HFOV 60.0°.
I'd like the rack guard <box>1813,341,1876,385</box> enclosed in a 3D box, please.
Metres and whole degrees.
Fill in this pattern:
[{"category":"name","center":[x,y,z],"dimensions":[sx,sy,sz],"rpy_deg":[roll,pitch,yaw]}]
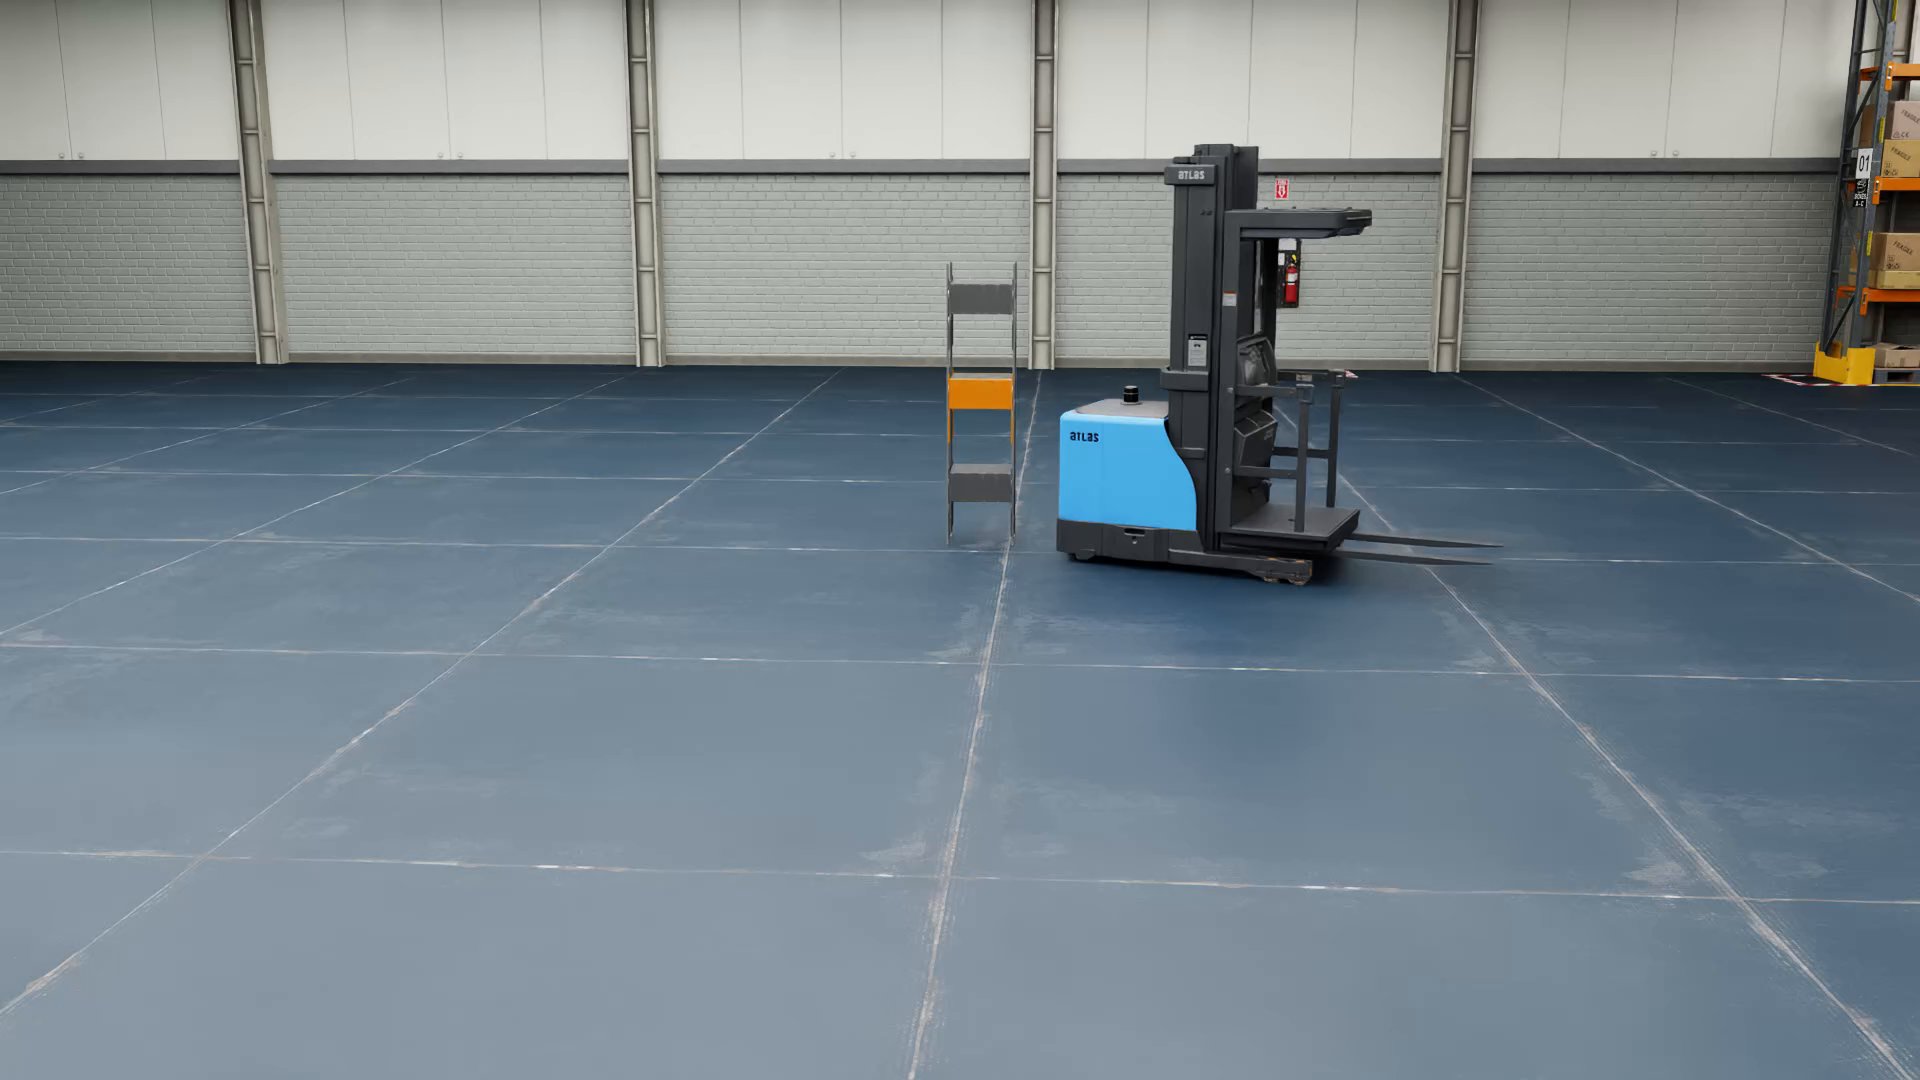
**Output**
[{"category":"rack guard","center":[12.529,-2.517,23.580],"dimensions":[0.348,0.500,1.175],"rpy_deg":[1,12,4]}]

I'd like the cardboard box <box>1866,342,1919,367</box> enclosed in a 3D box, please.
[{"category":"cardboard box","center":[13.137,-2.613,23.426],"dimensions":[0.500,0.311,0.500],"rpy_deg":[-1,12,-3]}]

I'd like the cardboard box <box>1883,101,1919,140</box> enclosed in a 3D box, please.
[{"category":"cardboard box","center":[12.821,-5.703,22.644],"dimensions":[0.500,0.500,0.500],"rpy_deg":[0,12,0]}]

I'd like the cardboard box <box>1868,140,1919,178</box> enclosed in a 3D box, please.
[{"category":"cardboard box","center":[12.770,-5.213,22.743],"dimensions":[0.500,0.500,0.500],"rpy_deg":[1,12,5]}]

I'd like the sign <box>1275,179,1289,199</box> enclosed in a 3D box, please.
[{"category":"sign","center":[4.758,-5.187,24.579],"dimensions":[0.199,0.298,0.001],"rpy_deg":[1,12,4]}]

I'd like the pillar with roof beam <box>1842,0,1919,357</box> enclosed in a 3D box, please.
[{"category":"pillar with roof beam","center":[12.922,-5.966,19.309],"dimensions":[0.400,9.000,9.100],"rpy_deg":[1,12,4]}]

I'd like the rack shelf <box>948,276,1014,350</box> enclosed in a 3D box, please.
[{"category":"rack shelf","center":[0.165,-1.697,12.402],"dimensions":[0.480,0.518,0.431],"rpy_deg":[1,12,4]}]

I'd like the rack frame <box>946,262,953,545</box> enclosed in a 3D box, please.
[{"category":"rack frame","center":[-0.078,-1.029,12.558],"dimensions":[0.015,2.100,0.400],"rpy_deg":[1,12,4]}]

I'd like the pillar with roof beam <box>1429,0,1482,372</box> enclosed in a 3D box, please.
[{"category":"pillar with roof beam","center":[6.935,-6.048,19.701],"dimensions":[0.400,9.000,9.100],"rpy_deg":[1,12,4]}]

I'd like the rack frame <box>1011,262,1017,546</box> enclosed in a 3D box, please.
[{"category":"rack frame","center":[0.409,-1.022,12.526],"dimensions":[0.015,2.100,0.400],"rpy_deg":[1,12,4]}]

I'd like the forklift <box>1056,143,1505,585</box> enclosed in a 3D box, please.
[{"category":"forklift","center":[2.261,-1.252,11.595],"dimensions":[3.031,2.935,1.130],"rpy_deg":[5,13,24]}]

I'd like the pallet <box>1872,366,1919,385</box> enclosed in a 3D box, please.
[{"category":"pallet","center":[13.337,-2.357,23.521],"dimensions":[1.213,0.211,1.003],"rpy_deg":[1,12,4]}]

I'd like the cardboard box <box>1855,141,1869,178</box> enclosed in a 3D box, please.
[{"category":"cardboard box","center":[12.886,-5.314,23.229],"dimensions":[0.500,0.500,0.500],"rpy_deg":[2,12,8]}]

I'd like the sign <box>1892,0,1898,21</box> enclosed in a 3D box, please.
[{"category":"sign","center":[12.417,-7.063,22.081],"dimensions":[0.005,0.325,0.100],"rpy_deg":[1,12,4]}]

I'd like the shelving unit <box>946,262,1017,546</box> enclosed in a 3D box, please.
[{"category":"shelving unit","center":[0.165,-1.025,12.542],"dimensions":[0.503,2.100,0.431],"rpy_deg":[1,12,4]}]

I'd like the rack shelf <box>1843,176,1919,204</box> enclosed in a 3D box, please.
[{"category":"rack shelf","center":[14.449,-4.830,22.964],"dimensions":[4.000,0.370,1.077],"rpy_deg":[1,12,4]}]

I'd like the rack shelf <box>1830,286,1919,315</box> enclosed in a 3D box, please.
[{"category":"rack shelf","center":[14.449,-3.362,23.271],"dimensions":[4.000,0.370,1.077],"rpy_deg":[1,12,4]}]

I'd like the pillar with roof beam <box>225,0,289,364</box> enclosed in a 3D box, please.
[{"category":"pillar with roof beam","center":[-11.025,-6.294,20.879],"dimensions":[0.400,9.000,9.100],"rpy_deg":[1,12,4]}]

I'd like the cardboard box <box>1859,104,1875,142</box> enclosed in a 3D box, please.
[{"category":"cardboard box","center":[12.901,-5.805,23.134],"dimensions":[0.500,0.500,0.500],"rpy_deg":[1,12,6]}]

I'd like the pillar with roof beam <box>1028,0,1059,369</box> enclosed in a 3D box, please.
[{"category":"pillar with roof beam","center":[0.949,-6.130,20.094],"dimensions":[0.400,9.000,9.100],"rpy_deg":[1,12,4]}]

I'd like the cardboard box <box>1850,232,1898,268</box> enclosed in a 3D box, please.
[{"category":"cardboard box","center":[12.938,-4.082,23.442],"dimensions":[0.500,0.500,0.500],"rpy_deg":[1,12,3]}]

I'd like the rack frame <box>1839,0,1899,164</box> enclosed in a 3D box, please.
[{"category":"rack frame","center":[12.453,-6.678,22.714],"dimensions":[0.127,3.000,1.000],"rpy_deg":[1,12,4]}]

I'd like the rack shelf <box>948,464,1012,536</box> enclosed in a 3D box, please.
[{"category":"rack shelf","center":[0.165,-0.327,12.688],"dimensions":[0.480,0.518,0.431],"rpy_deg":[1,12,4]}]

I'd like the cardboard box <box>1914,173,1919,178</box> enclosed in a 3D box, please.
[{"category":"cardboard box","center":[13.304,-5.198,22.673],"dimensions":[0.500,0.500,0.500],"rpy_deg":[2,12,8]}]

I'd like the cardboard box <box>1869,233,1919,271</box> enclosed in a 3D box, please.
[{"category":"cardboard box","center":[12.909,-3.977,22.940],"dimensions":[0.500,0.500,0.500],"rpy_deg":[1,12,4]}]

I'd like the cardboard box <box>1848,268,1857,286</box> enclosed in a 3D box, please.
[{"category":"cardboard box","center":[12.933,-3.711,23.501],"dimensions":[0.500,0.250,0.500],"rpy_deg":[1,12,5]}]

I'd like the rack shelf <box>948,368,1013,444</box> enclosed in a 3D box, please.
[{"category":"rack shelf","center":[0.165,-1.012,12.545],"dimensions":[0.480,0.518,0.431],"rpy_deg":[1,12,4]}]

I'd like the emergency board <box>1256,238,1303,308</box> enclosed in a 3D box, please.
[{"category":"emergency board","center":[4.760,-4.032,24.719],"dimensions":[0.643,1.169,0.194],"rpy_deg":[1,12,4]}]

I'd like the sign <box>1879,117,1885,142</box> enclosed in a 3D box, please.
[{"category":"sign","center":[12.417,-5.527,22.402],"dimensions":[0.005,0.325,0.100],"rpy_deg":[1,12,4]}]

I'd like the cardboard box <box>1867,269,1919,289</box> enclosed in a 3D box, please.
[{"category":"cardboard box","center":[12.919,-3.606,23.000],"dimensions":[0.500,0.250,0.500],"rpy_deg":[0,12,2]}]

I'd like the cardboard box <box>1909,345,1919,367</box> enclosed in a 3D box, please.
[{"category":"cardboard box","center":[13.706,-2.605,23.388],"dimensions":[0.500,0.311,0.500],"rpy_deg":[2,12,8]}]

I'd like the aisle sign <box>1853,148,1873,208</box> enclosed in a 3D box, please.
[{"category":"aisle sign","center":[12.361,-4.954,22.774],"dimensions":[0.004,0.787,0.394],"rpy_deg":[1,12,4]}]

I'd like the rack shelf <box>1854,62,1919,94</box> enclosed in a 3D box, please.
[{"category":"rack shelf","center":[14.449,-6.297,22.658],"dimensions":[4.000,0.370,1.077],"rpy_deg":[1,12,4]}]

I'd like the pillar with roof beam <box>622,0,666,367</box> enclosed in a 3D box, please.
[{"category":"pillar with roof beam","center":[-5.038,-6.212,20.486],"dimensions":[0.400,9.000,9.100],"rpy_deg":[1,12,4]}]

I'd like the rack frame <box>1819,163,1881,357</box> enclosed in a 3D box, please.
[{"category":"rack frame","center":[12.453,-3.742,23.329],"dimensions":[0.127,3.000,1.000],"rpy_deg":[1,12,4]}]

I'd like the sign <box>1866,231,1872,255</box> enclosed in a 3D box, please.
[{"category":"sign","center":[12.417,-4.054,22.710],"dimensions":[0.005,0.325,0.100],"rpy_deg":[1,12,4]}]
